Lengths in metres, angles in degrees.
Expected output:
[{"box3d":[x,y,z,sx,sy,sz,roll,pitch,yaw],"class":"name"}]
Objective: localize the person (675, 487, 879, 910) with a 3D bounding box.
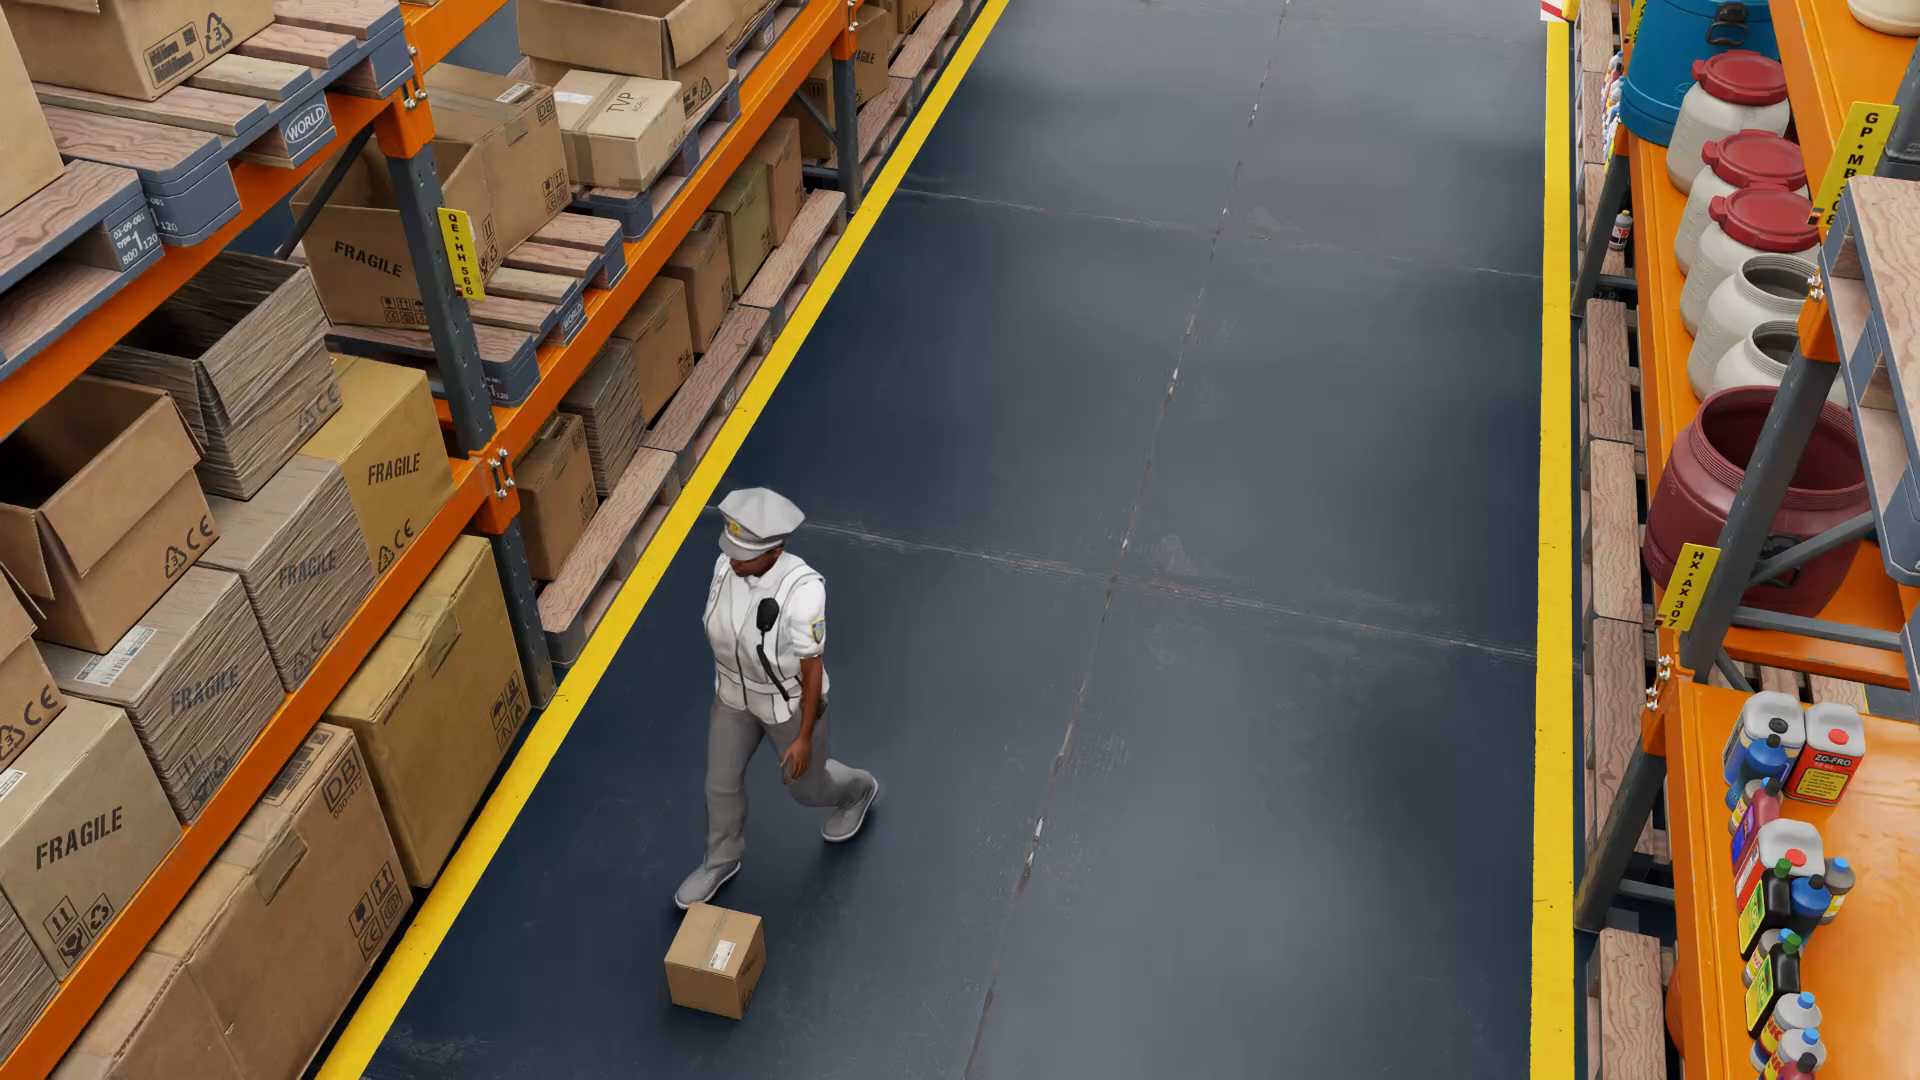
[{"box3d":[-0.646,0.536,5.530,0.463,1.644,0.787,21,46,23],"class":"person"}]
